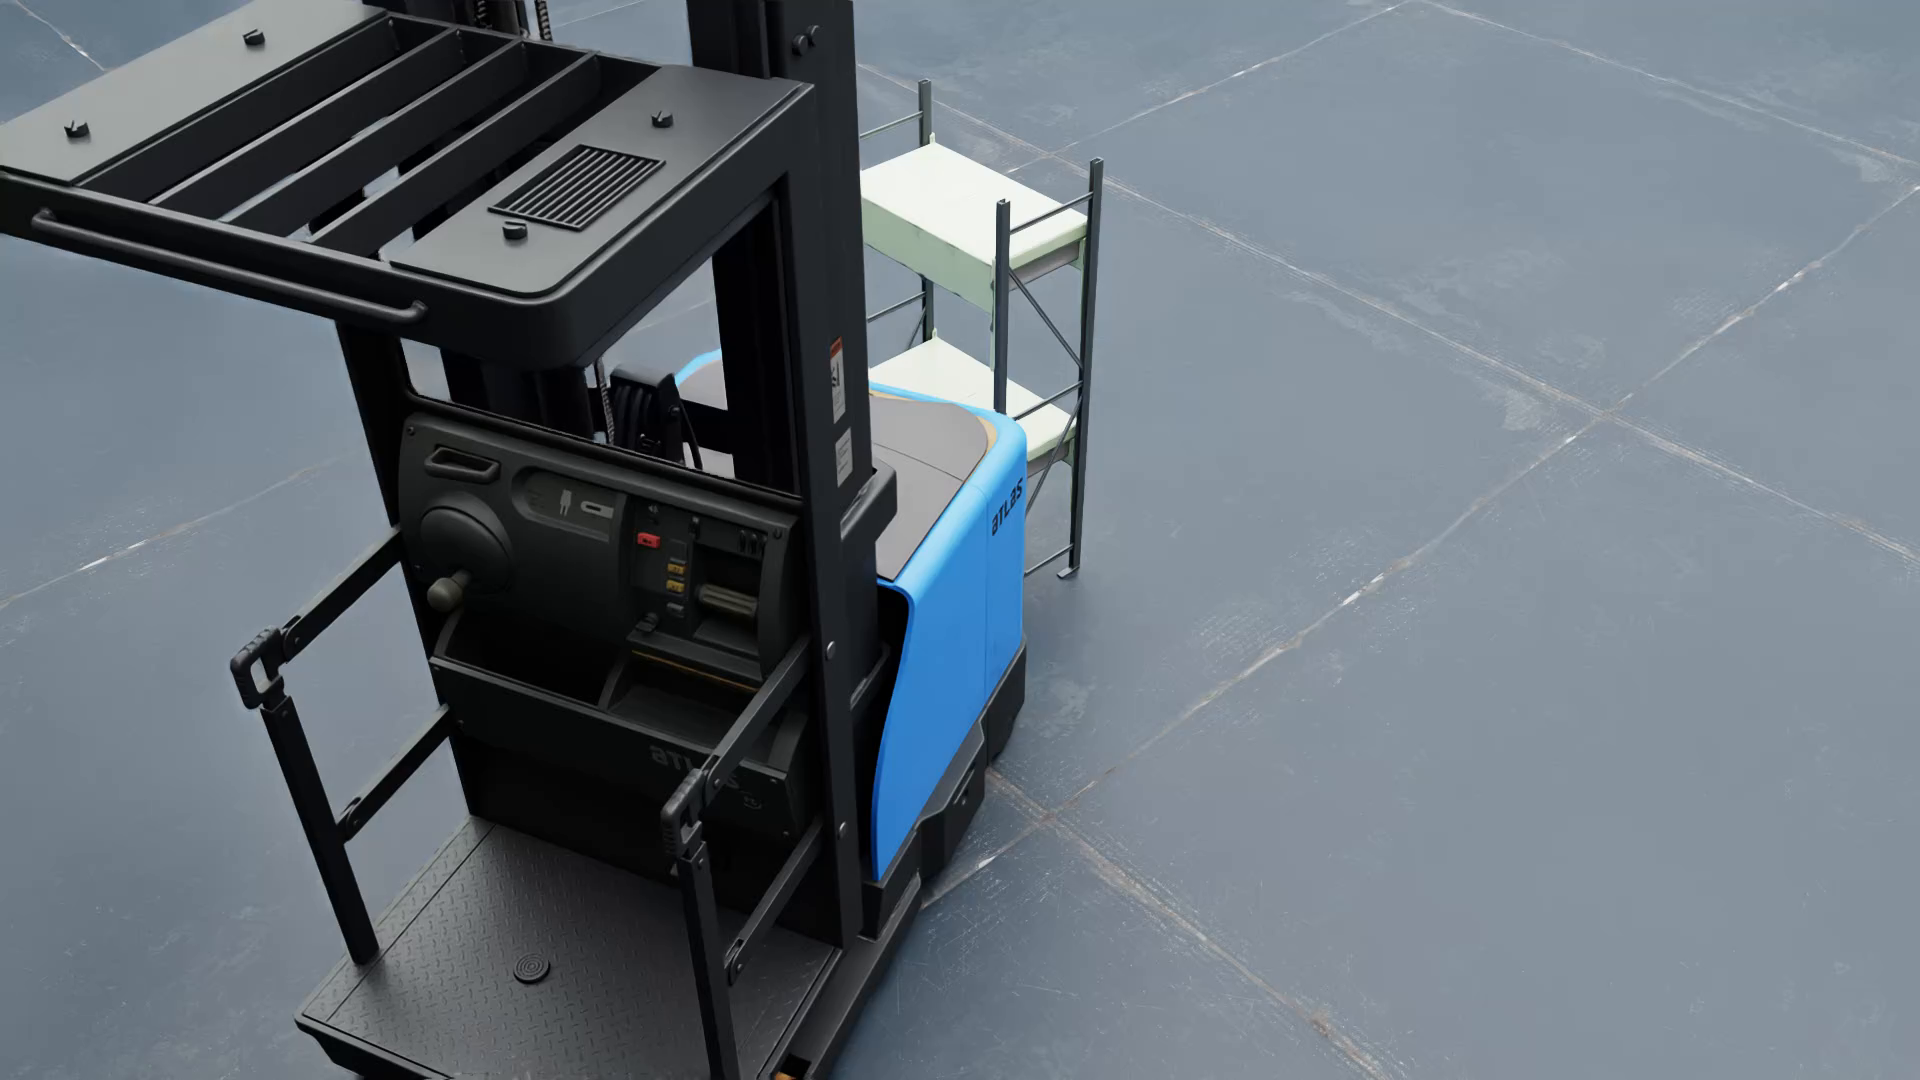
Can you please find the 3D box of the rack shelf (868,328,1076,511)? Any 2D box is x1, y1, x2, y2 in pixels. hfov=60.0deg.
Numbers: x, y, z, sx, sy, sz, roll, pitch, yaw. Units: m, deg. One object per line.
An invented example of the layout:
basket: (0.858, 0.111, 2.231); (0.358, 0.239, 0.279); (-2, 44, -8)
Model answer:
rack shelf: (0.005, -0.327, 5.480); (0.431, 0.370, 0.720); (-30, 48, -32)

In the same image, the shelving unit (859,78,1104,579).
shelving unit: (0.005, -0.580, 5.275); (0.431, 1.500, 0.755); (-30, 48, -32)

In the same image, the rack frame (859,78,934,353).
rack frame: (-0.243, -0.750, 5.485); (0.400, 1.500, 0.023); (-30, 48, -32)

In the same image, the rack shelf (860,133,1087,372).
rack shelf: (0.005, -0.884, 5.030); (0.431, 0.370, 0.720); (-30, 48, -32)

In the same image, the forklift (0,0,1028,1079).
forklift: (-0.854, 0.097, 3.297); (1.130, 2.935, 3.031); (15, 41, 18)

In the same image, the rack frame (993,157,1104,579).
rack frame: (0.252, -0.411, 5.065); (0.400, 1.500, 0.023); (-30, 48, -32)
